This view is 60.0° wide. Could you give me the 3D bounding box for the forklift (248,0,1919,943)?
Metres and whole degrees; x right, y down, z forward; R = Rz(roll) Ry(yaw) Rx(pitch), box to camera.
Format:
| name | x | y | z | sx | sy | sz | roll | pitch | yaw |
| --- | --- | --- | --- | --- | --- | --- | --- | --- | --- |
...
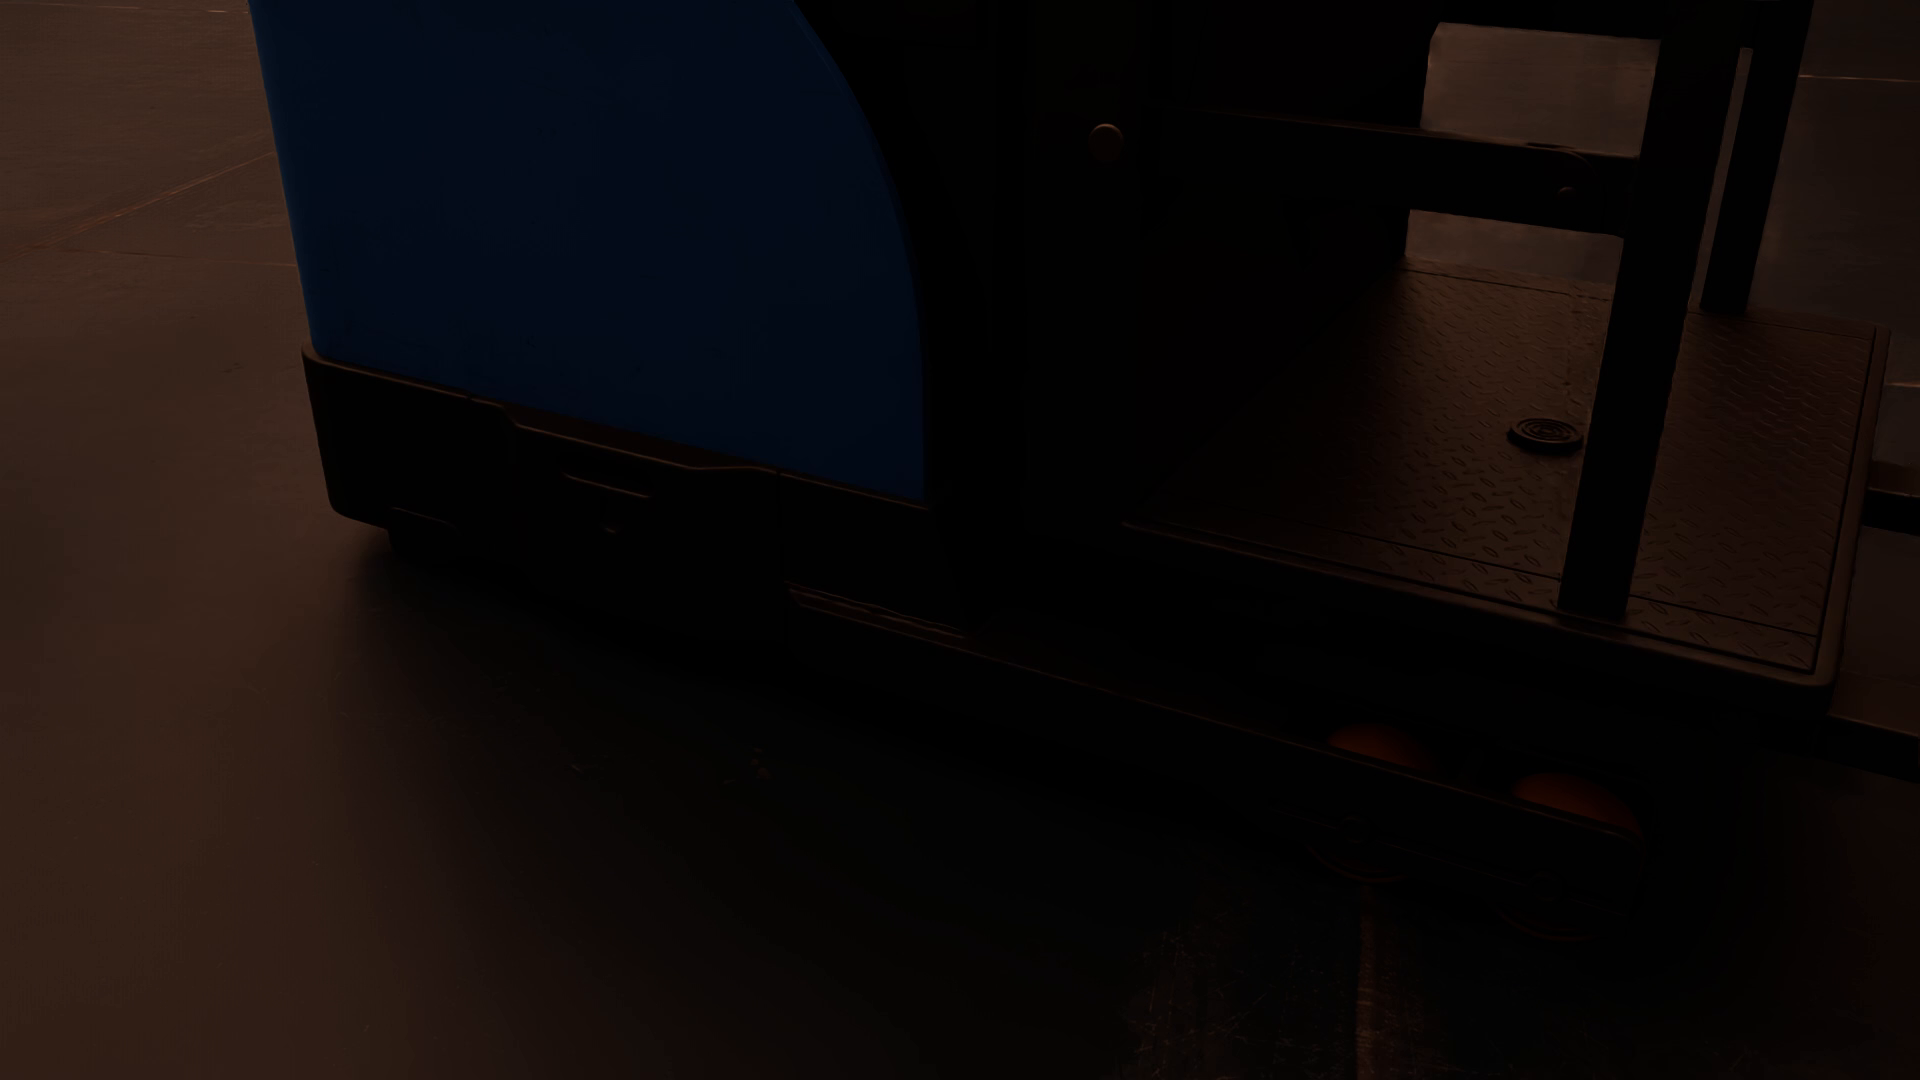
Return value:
| name | x | y | z | sx | sy | sz | roll | pitch | yaw |
| --- | --- | --- | --- | --- | --- | --- | --- | --- | --- |
| forklift | 0.604 | -1.175 | 1.575 | 3.031 | 2.935 | 1.130 | 14 | 30 | 26 |
